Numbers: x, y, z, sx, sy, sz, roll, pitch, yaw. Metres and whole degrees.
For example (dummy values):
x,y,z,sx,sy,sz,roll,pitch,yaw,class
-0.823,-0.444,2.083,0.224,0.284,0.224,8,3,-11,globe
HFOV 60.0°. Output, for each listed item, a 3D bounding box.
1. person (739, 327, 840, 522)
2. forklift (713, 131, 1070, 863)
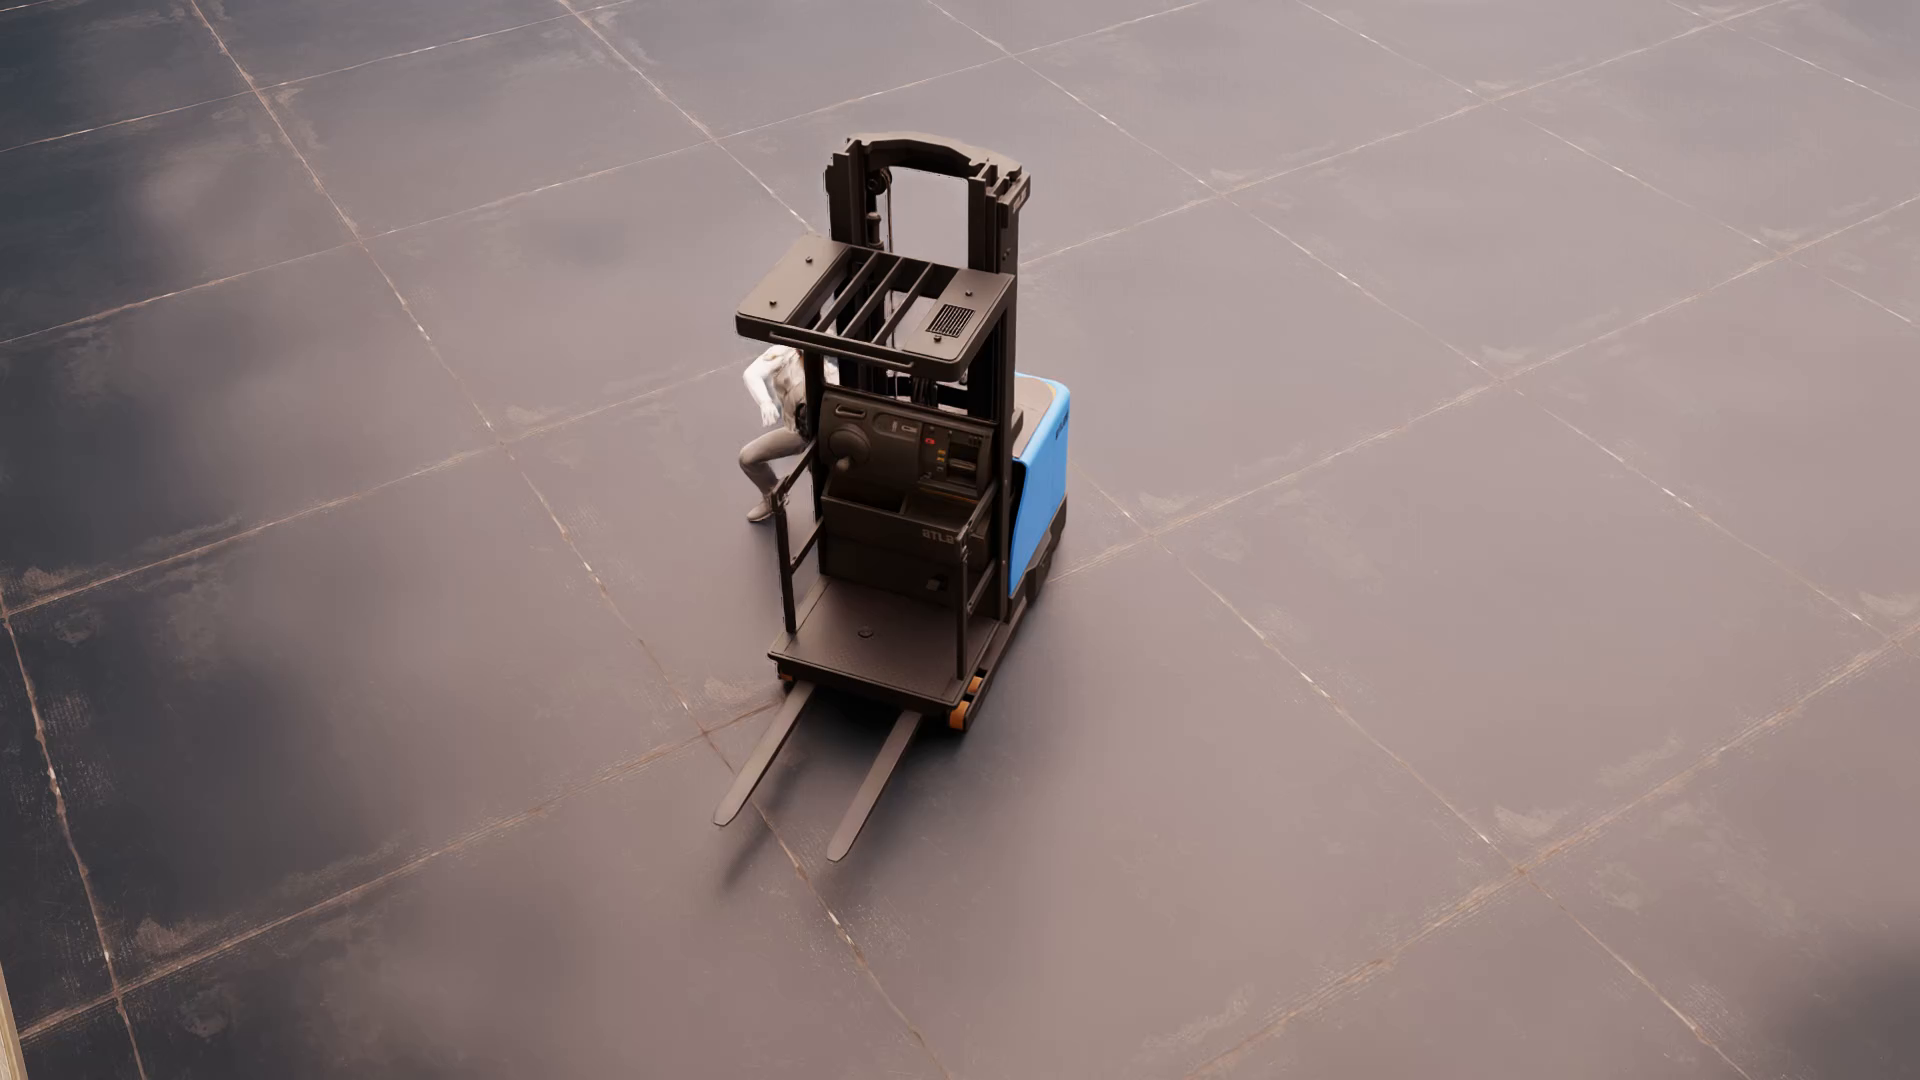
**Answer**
x,y,z,sx,sy,sz,roll,pitch,yaw,class
-0.844,-0.633,9.775,0.917,1.443,0.670,-9,42,-11,person
-0.358,-0.396,8.324,1.130,2.935,3.031,14,43,16,forklift
